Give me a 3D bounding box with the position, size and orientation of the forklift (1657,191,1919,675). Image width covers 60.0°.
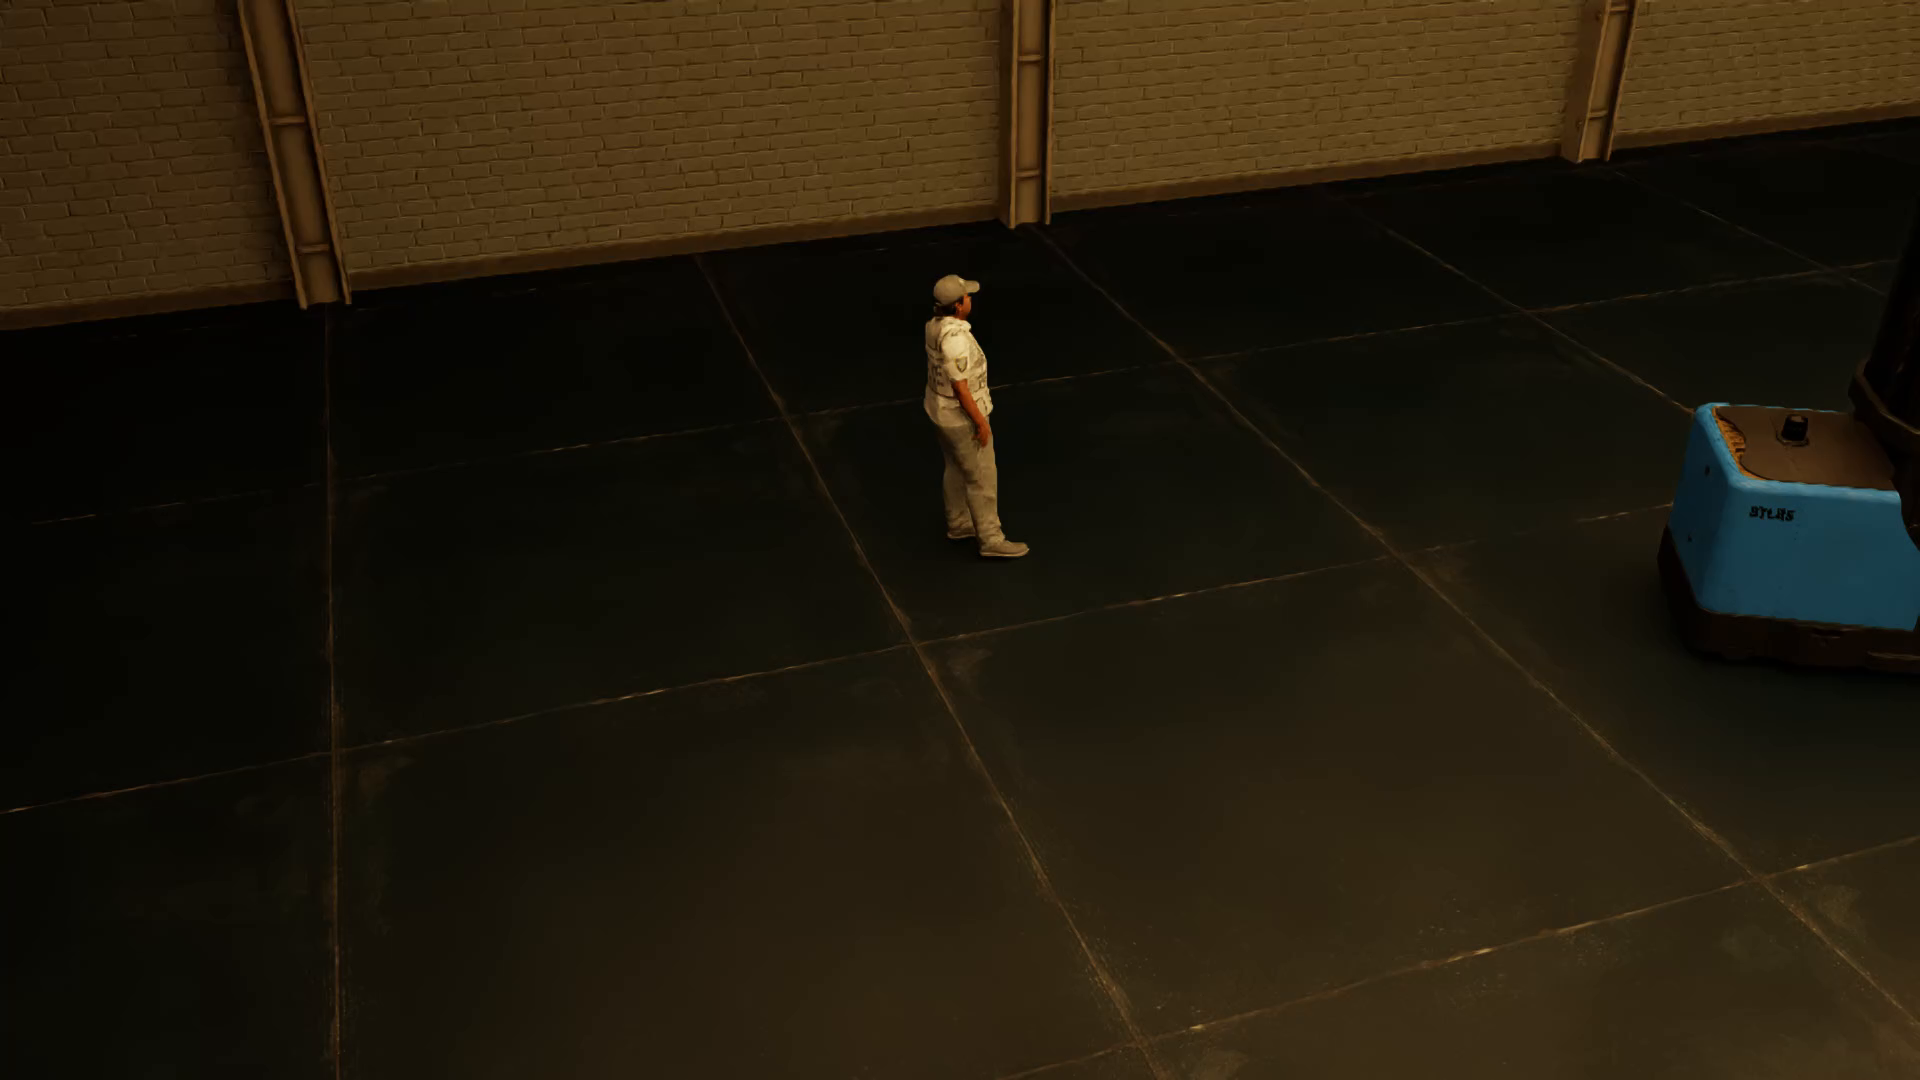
[{"bbox_3d":[5.468,-0.743,8.379,3.031,2.935,1.130,5,30,9],"label":"forklift"}]

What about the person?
[{"bbox_3d":[0.080,-0.730,9.609,0.529,1.669,0.598,-10,31,-16],"label":"person"}]
